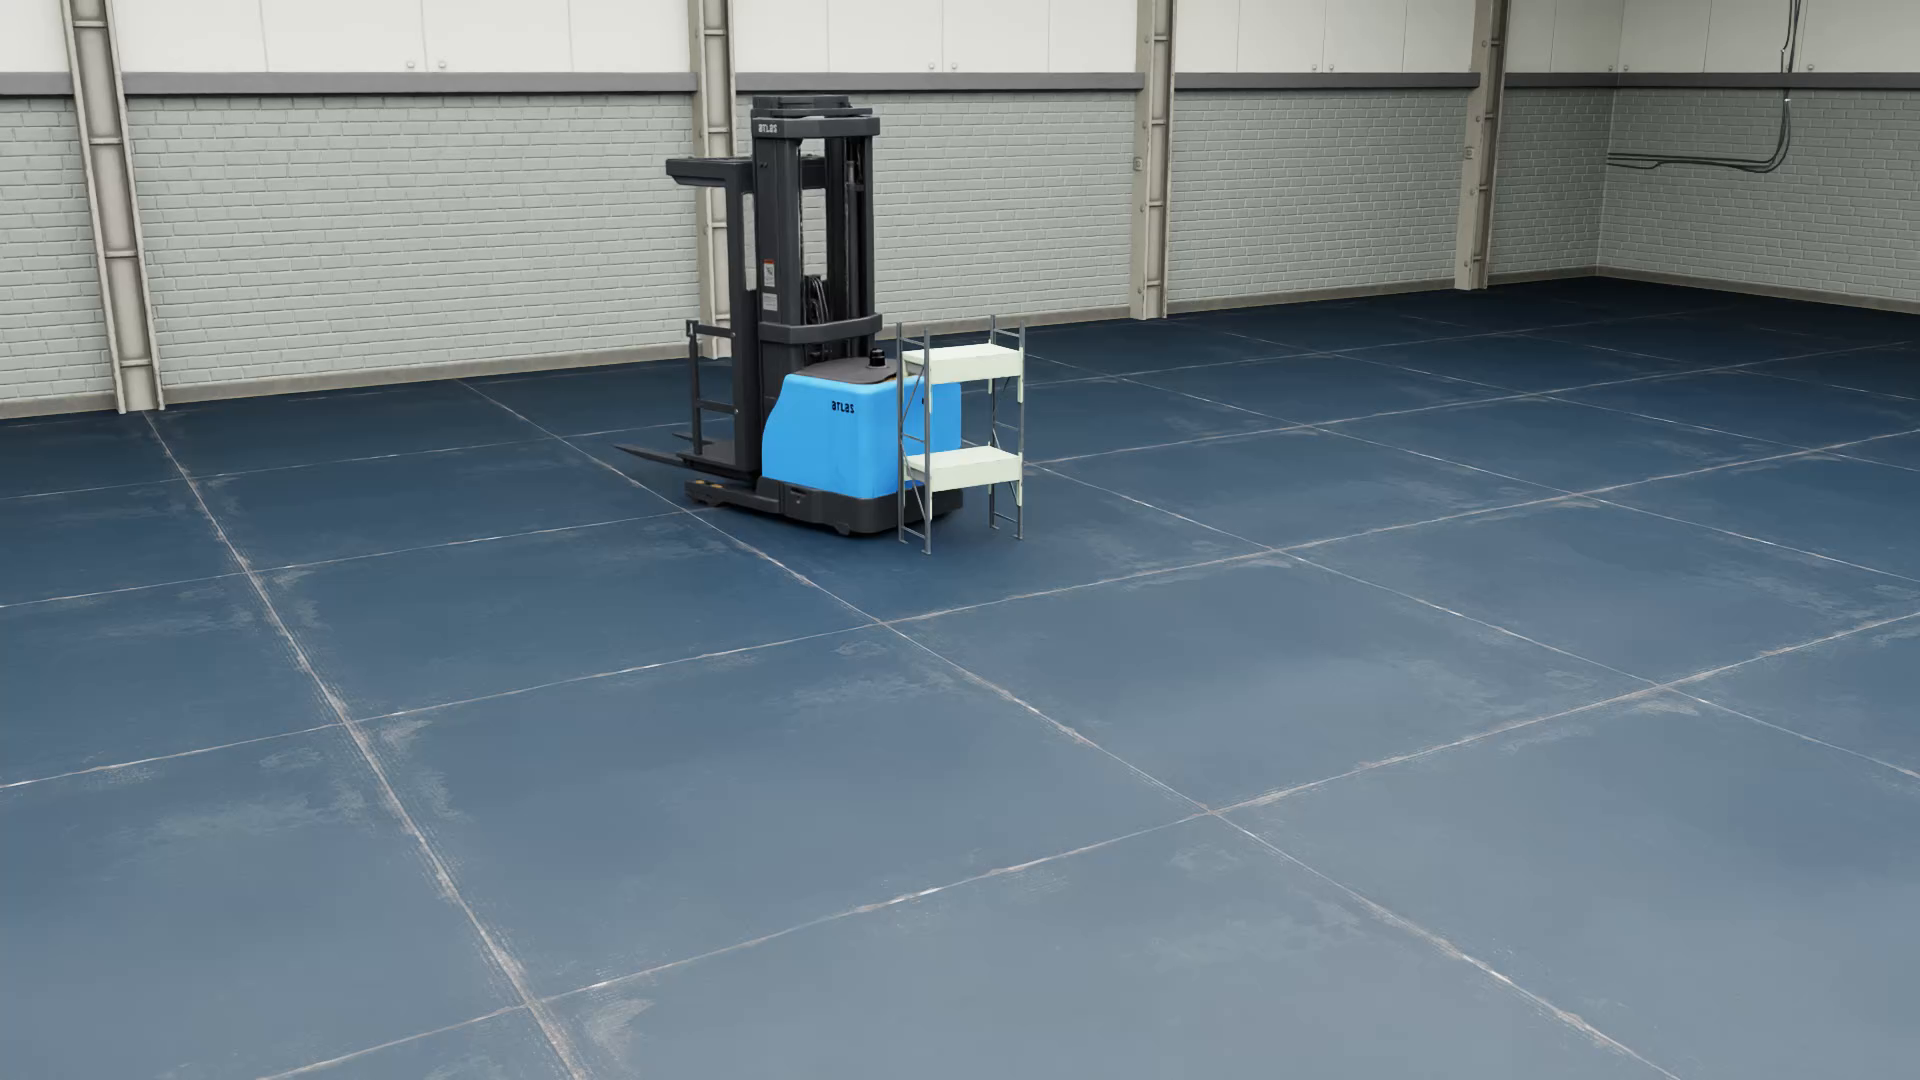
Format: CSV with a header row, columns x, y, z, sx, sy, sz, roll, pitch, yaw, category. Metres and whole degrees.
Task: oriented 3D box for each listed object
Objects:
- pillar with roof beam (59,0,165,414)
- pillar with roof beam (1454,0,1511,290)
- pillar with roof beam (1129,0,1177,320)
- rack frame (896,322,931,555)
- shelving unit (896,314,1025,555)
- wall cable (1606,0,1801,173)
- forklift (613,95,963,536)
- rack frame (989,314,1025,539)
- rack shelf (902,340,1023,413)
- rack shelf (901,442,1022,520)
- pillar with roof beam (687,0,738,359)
x,y,z,sx,sy,sz,roll,pitch,yaw,category
-5.606,-4.590,11.112,0.400,9.000,9.100,-9,18,-30,pillar with roof beam
9.824,-7.092,20.038,0.400,9.000,9.100,-9,18,-30,pillar with roof beam
4.680,-6.258,17.062,0.400,9.000,9.100,-9,18,-30,pillar with roof beam
-0.308,-0.672,11.029,0.023,1.500,0.400,-9,18,-30,rack frame
0.006,-0.723,11.211,0.755,1.500,0.431,-9,18,-30,shelving unit
10.813,-6.696,24.379,0.112,2.526,3.097,-9,18,-30,wall cable
-1.418,-1.751,12.227,3.031,2.935,1.130,13,20,39,forklift
0.319,-0.774,11.392,0.023,1.500,0.400,-9,18,-30,rack frame
0.006,-1.099,11.105,0.720,0.370,0.431,-9,18,-30,rack shelf
0.006,-0.409,11.299,0.720,0.370,0.431,-9,18,-30,rack shelf
-0.463,-5.424,14.087,0.400,9.000,9.100,-9,18,-30,pillar with roof beam
